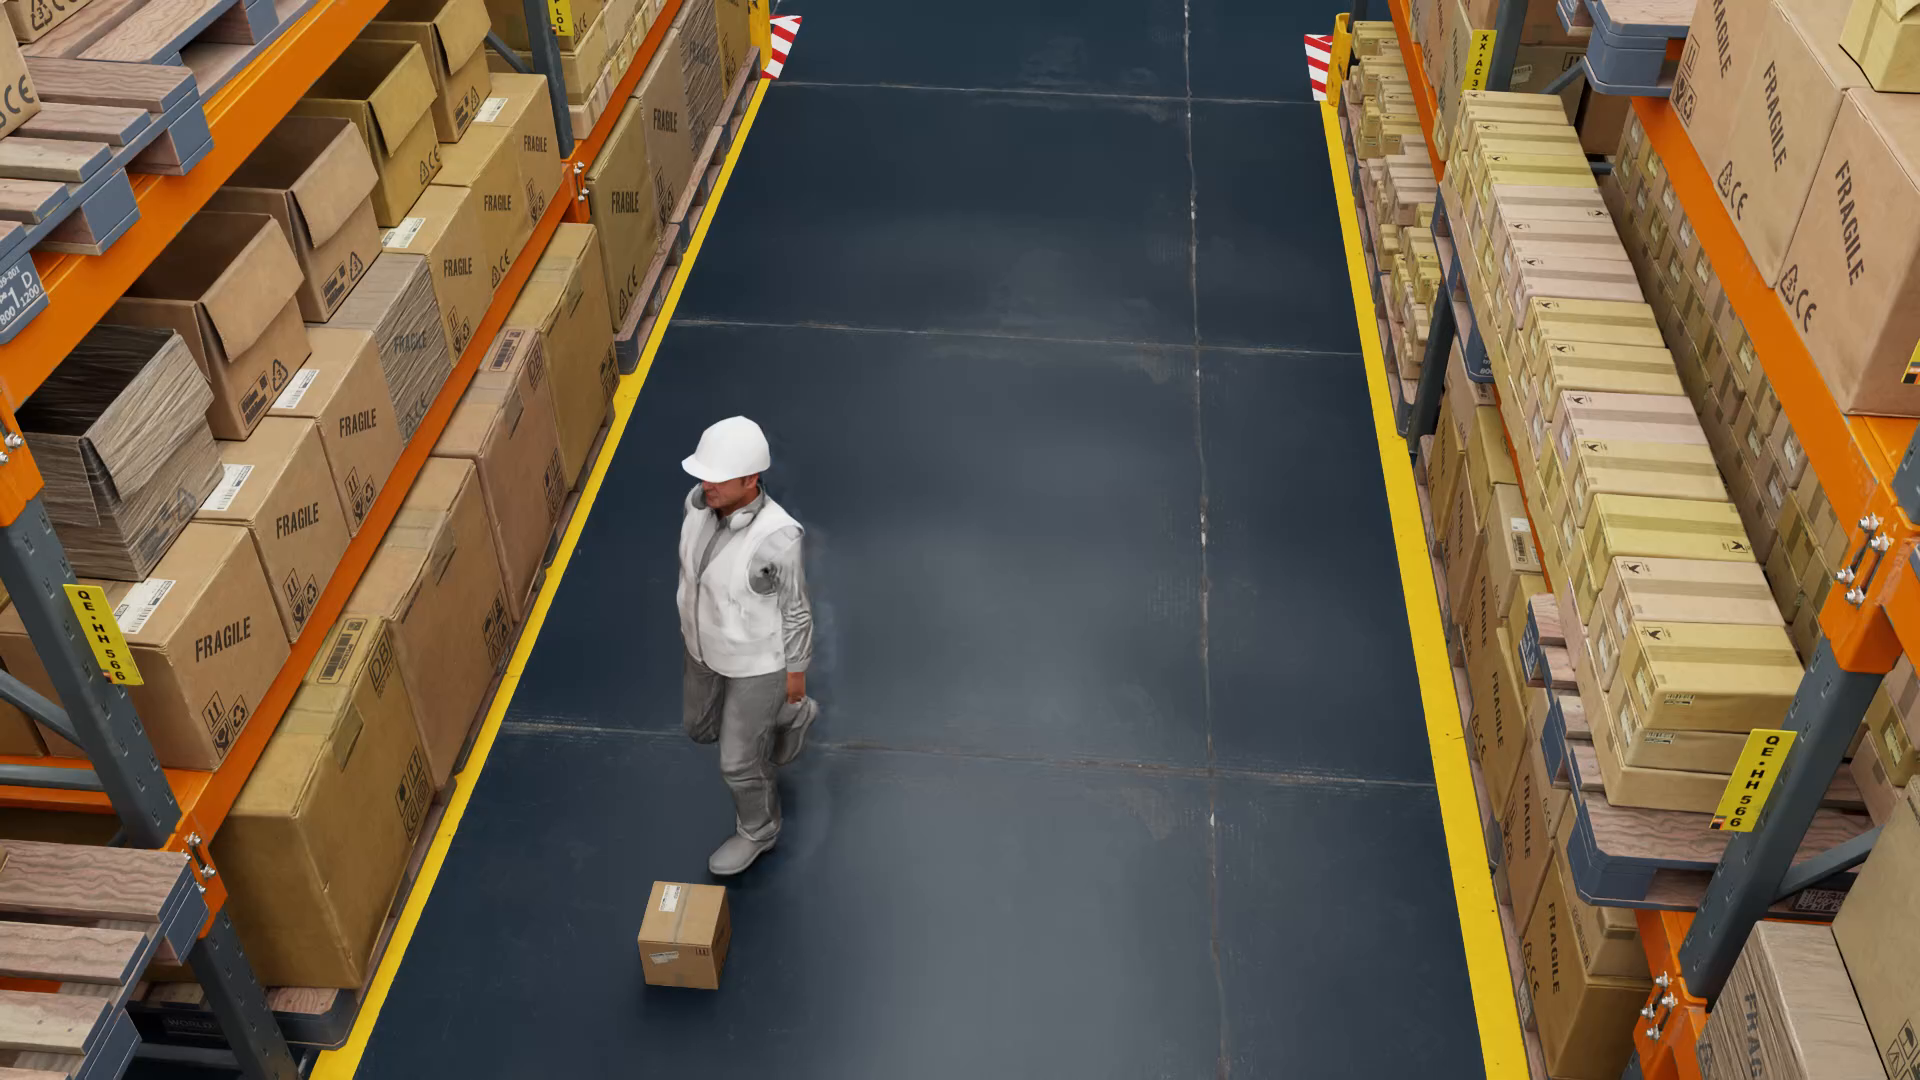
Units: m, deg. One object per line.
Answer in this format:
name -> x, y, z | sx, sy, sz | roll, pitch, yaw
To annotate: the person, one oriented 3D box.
person -> -0.745, 0.340, 5.713 | 0.687, 1.746, 0.547 | -32, 49, -33
